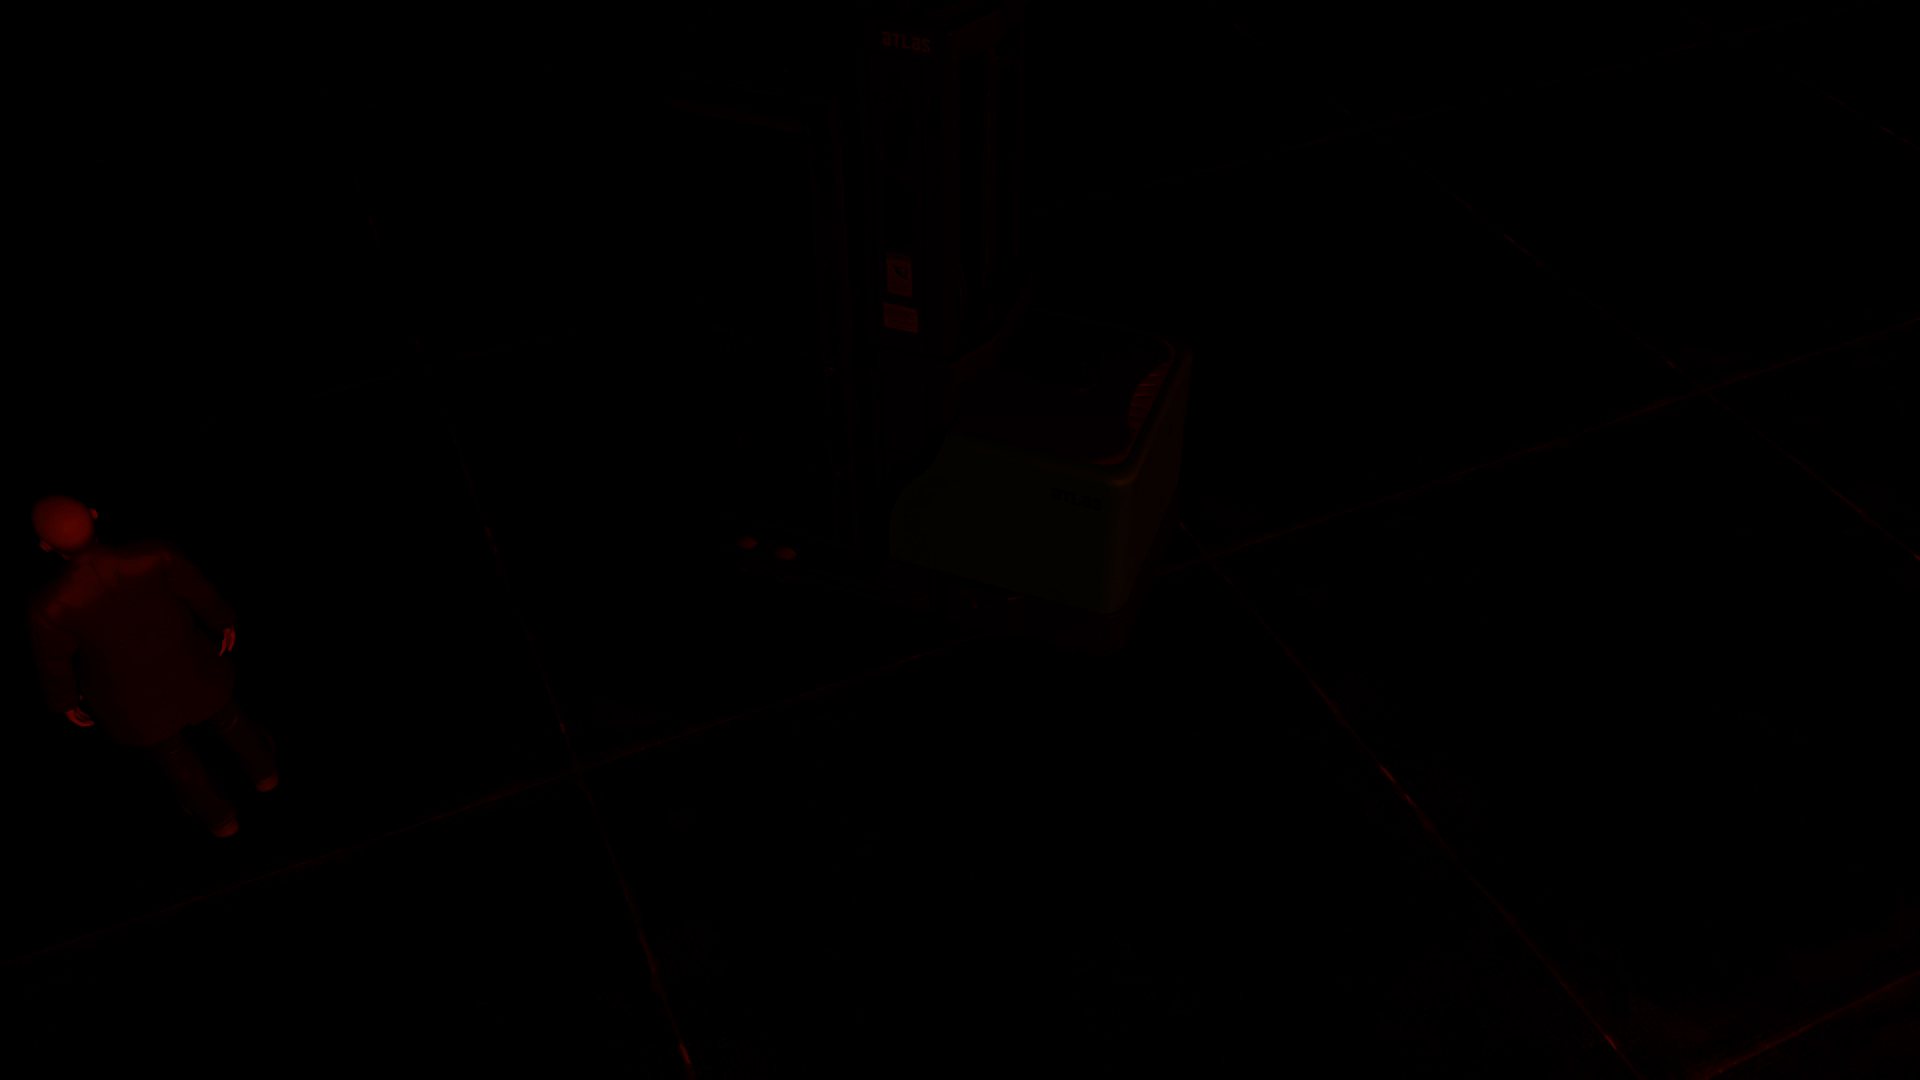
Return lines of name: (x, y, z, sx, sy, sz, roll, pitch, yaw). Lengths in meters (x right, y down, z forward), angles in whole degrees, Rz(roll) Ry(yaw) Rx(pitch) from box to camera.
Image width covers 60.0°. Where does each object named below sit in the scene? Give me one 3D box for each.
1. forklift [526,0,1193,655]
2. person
forklift: (-0.550, -1.200, 6.966, 3.031, 2.935, 1.130, 15, 45, 15)
person: (-2.990, 0.418, 6.067, 0.696, 1.776, 0.583, -29, 50, -27)
